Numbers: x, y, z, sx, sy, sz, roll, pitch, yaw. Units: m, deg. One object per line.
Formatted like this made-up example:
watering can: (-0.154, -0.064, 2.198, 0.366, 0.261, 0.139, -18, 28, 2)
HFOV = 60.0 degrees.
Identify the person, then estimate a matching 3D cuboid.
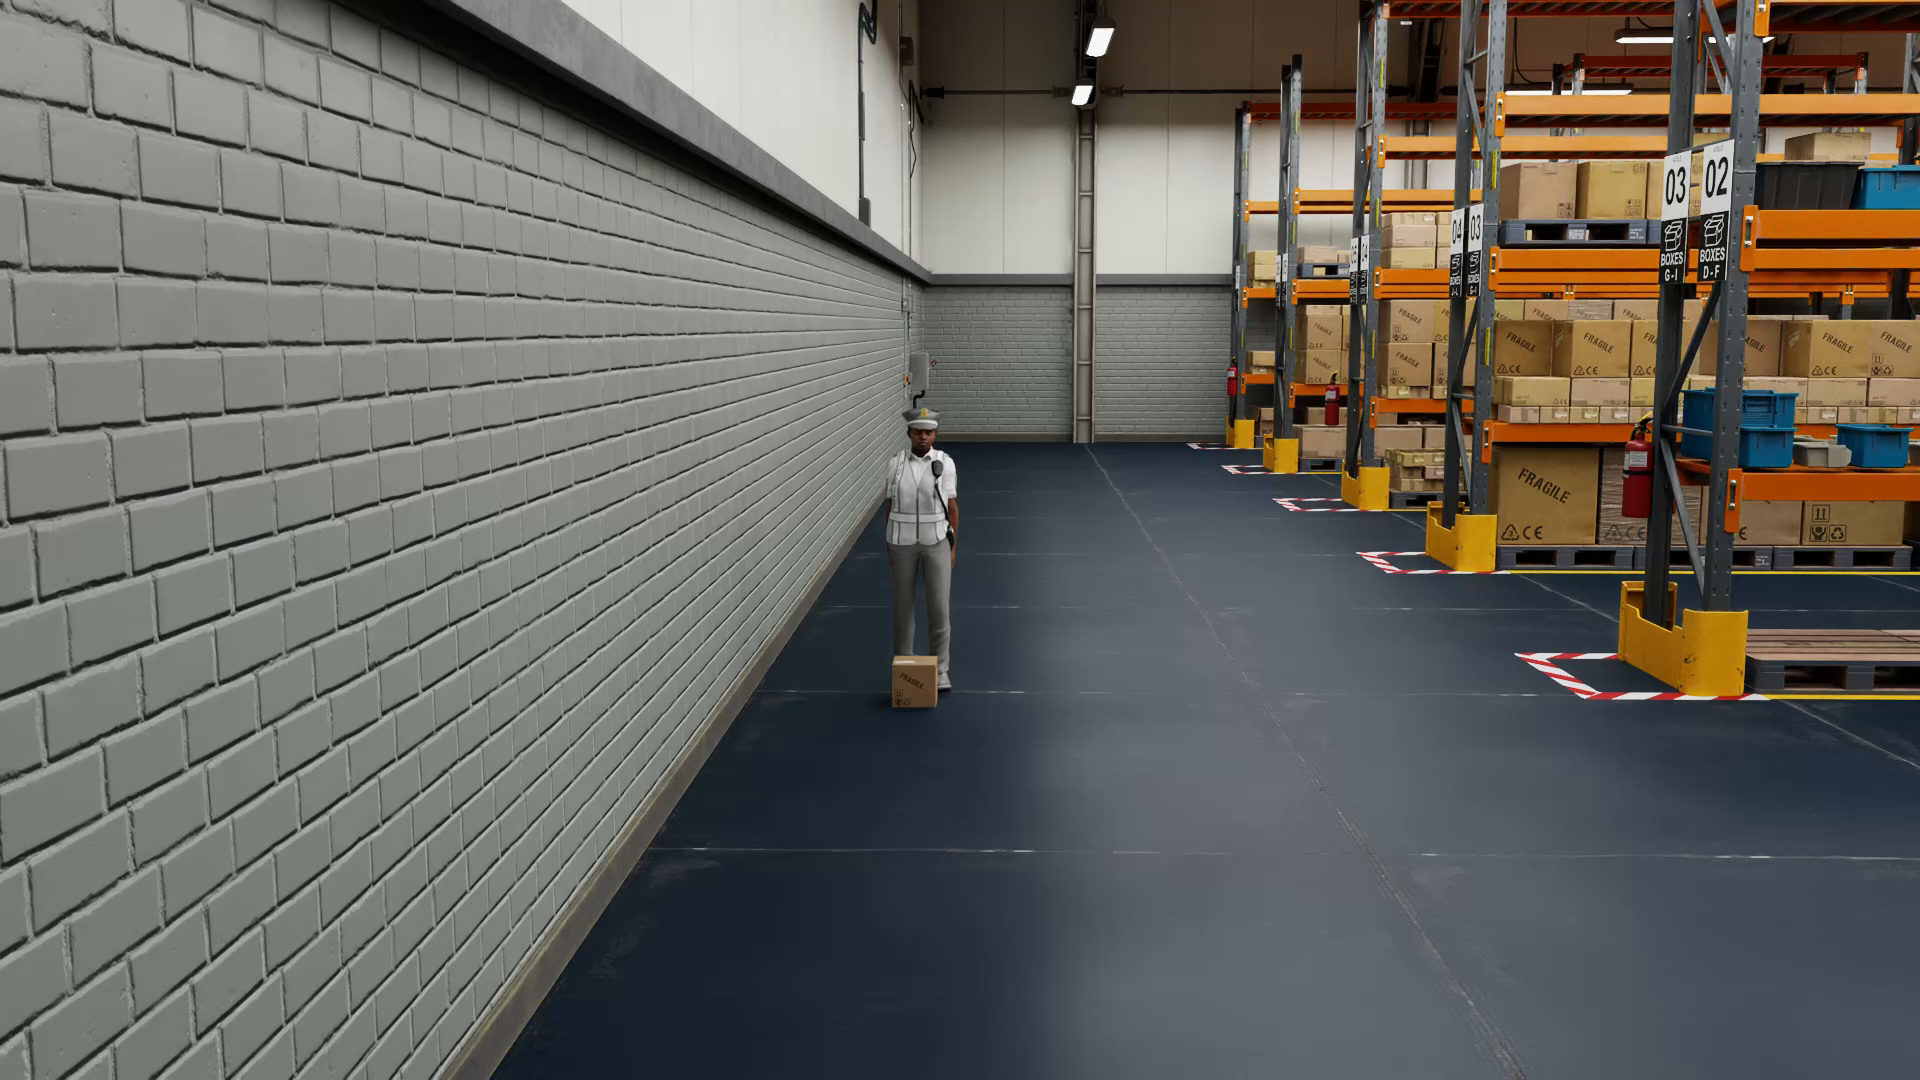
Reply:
person: (-0.228, 0.049, 9.918, 0.436, 1.687, 0.376, 0, 7, 2)
